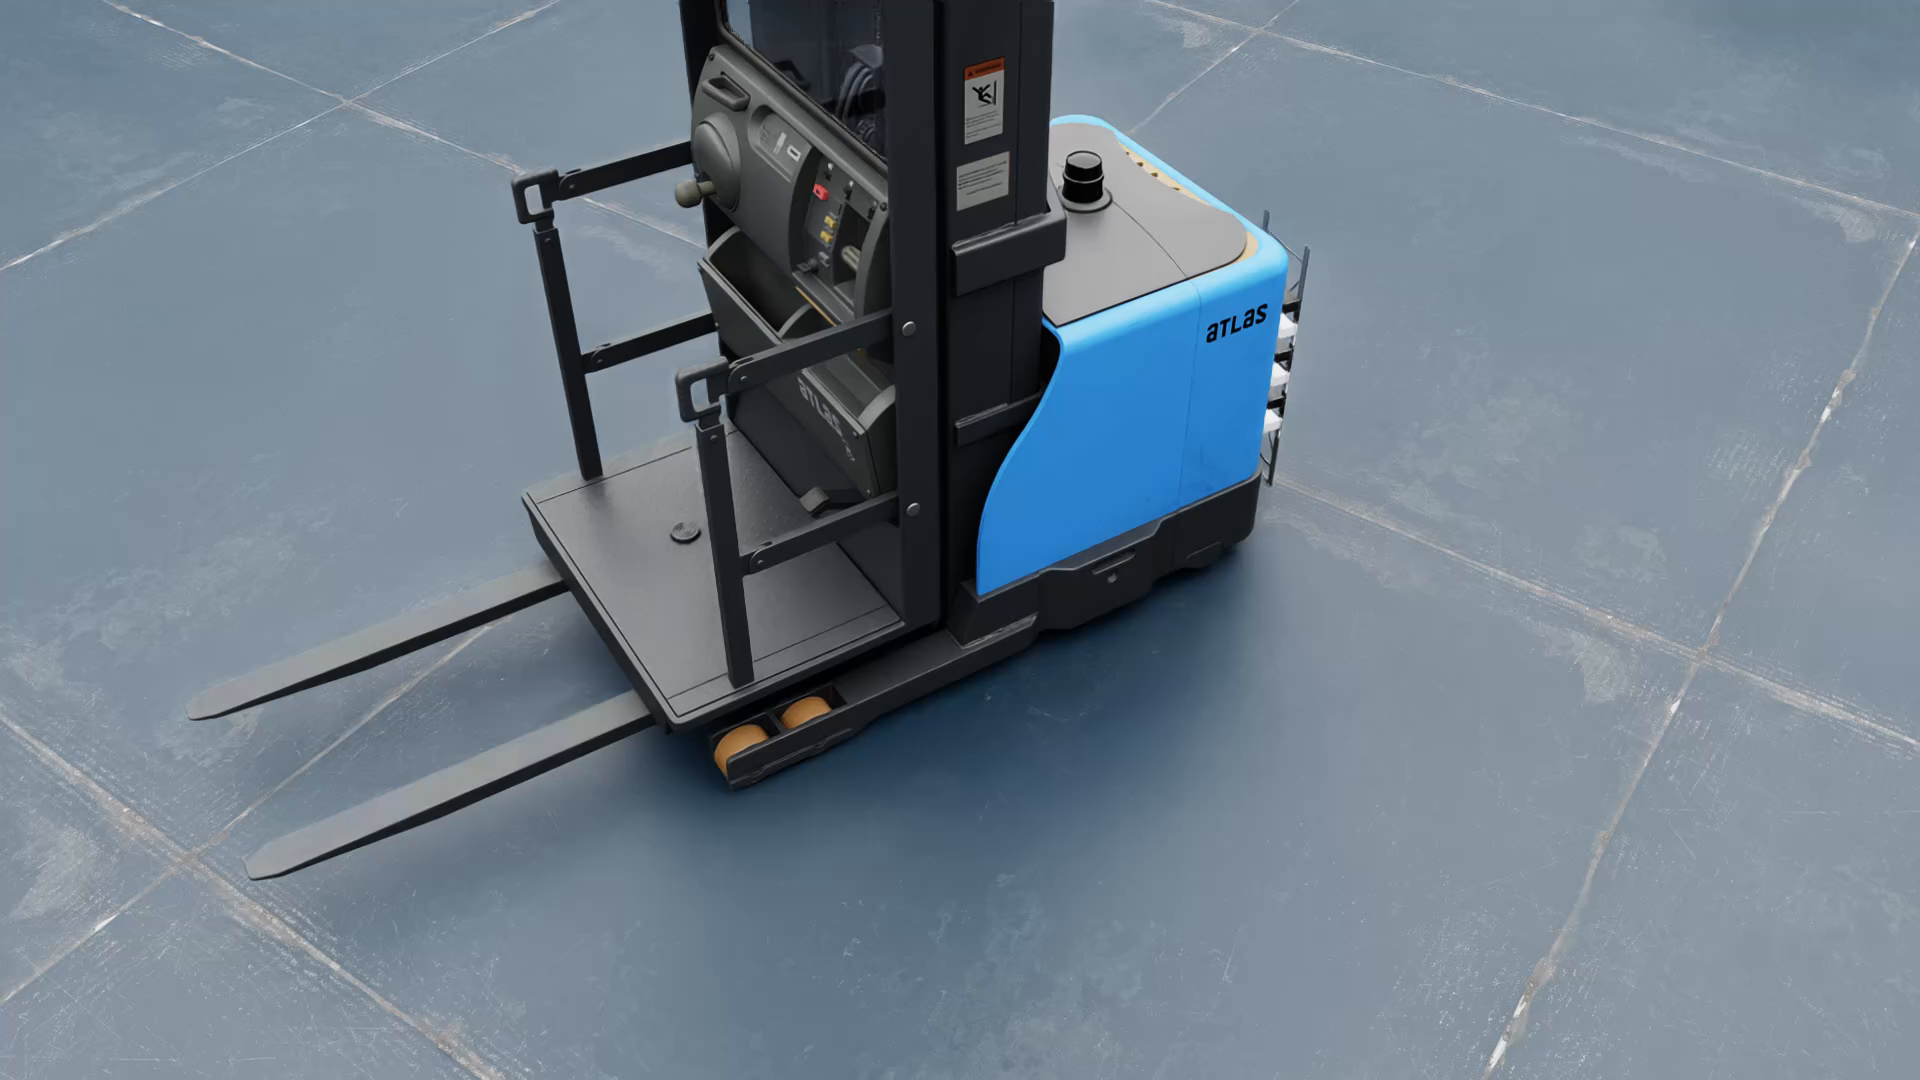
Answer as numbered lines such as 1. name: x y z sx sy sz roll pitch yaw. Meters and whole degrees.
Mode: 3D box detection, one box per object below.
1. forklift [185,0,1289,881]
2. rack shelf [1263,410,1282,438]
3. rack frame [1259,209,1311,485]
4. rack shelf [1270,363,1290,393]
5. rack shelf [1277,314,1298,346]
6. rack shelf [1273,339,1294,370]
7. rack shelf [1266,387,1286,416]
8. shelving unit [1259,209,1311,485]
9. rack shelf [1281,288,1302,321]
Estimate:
1. forklift: -0.603 -0.832 3.982 3.031 2.935 1.130 -23 47 -23
2. rack shelf: 0.879 -0.402 5.344 0.200 0.077 0.258 -17 45 -18
3. rack frame: 0.971 -0.589 5.232 0.006 0.900 0.240 -17 45 -18
4. rack shelf: 0.879 -0.536 5.223 0.200 0.077 0.258 -17 45 -18
5. rack shelf: 0.879 -0.670 5.103 0.200 0.077 0.258 -17 45 -18
6. rack shelf: 0.879 -0.603 5.163 0.200 0.077 0.258 -17 45 -18
7. rack shelf: 0.879 -0.469 5.283 0.200 0.077 0.258 -17 45 -18
8. shelving unit: 0.879 -0.561 5.201 0.210 0.900 0.258 -17 45 -18
9. rack shelf: 0.878 -0.737 5.043 0.200 0.077 0.258 -17 45 -18
